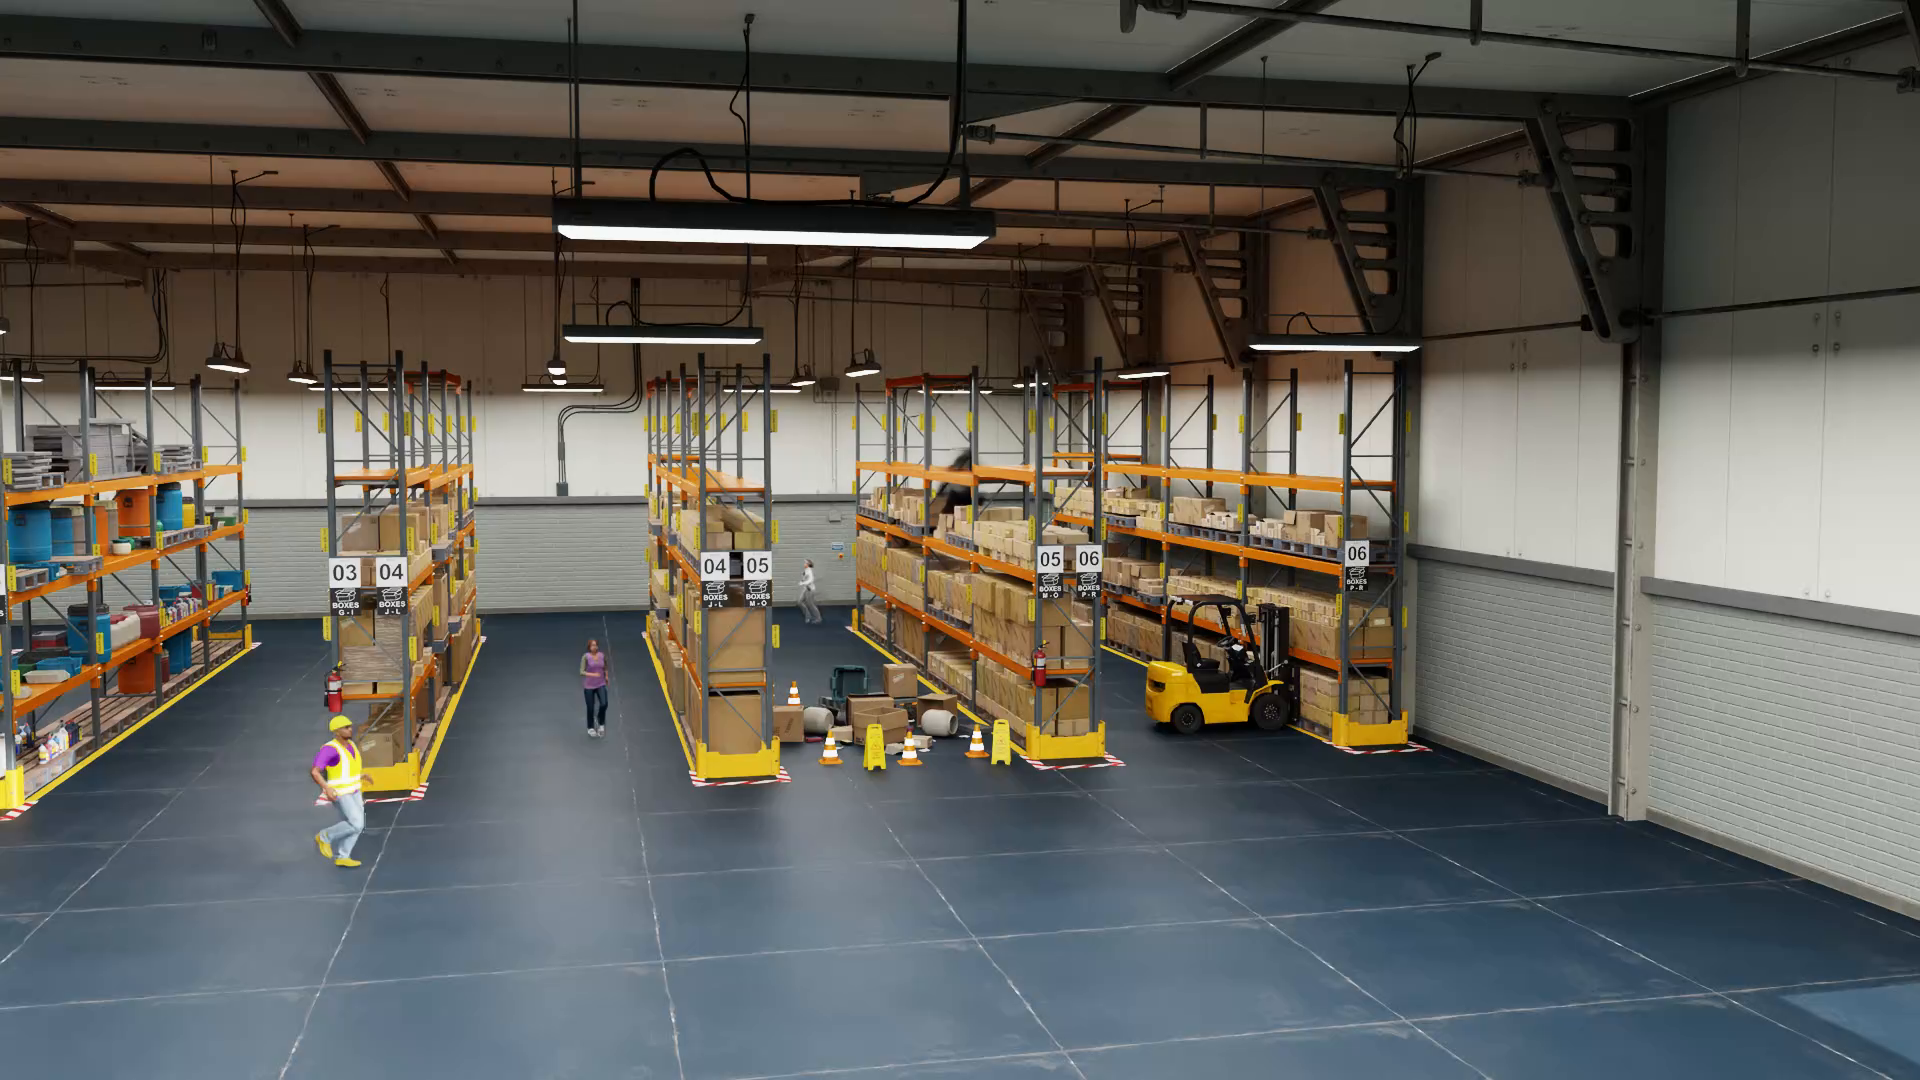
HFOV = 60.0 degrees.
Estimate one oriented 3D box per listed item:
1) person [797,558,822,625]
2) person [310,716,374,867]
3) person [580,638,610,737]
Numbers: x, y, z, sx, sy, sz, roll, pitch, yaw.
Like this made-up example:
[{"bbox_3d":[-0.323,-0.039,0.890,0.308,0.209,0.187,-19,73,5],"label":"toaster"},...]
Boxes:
[{"bbox_3d":[-3.735,1.284,41.415,0.621,1.712,0.636,-1,4,-9],"label":"person"},{"bbox_3d":[-6.963,2.839,18.790,0.582,1.718,0.707,1,4,11],"label":"person"},{"bbox_3d":[-5.806,2.355,26.512,0.510,1.578,0.644,-2,4,-25],"label":"person"}]
